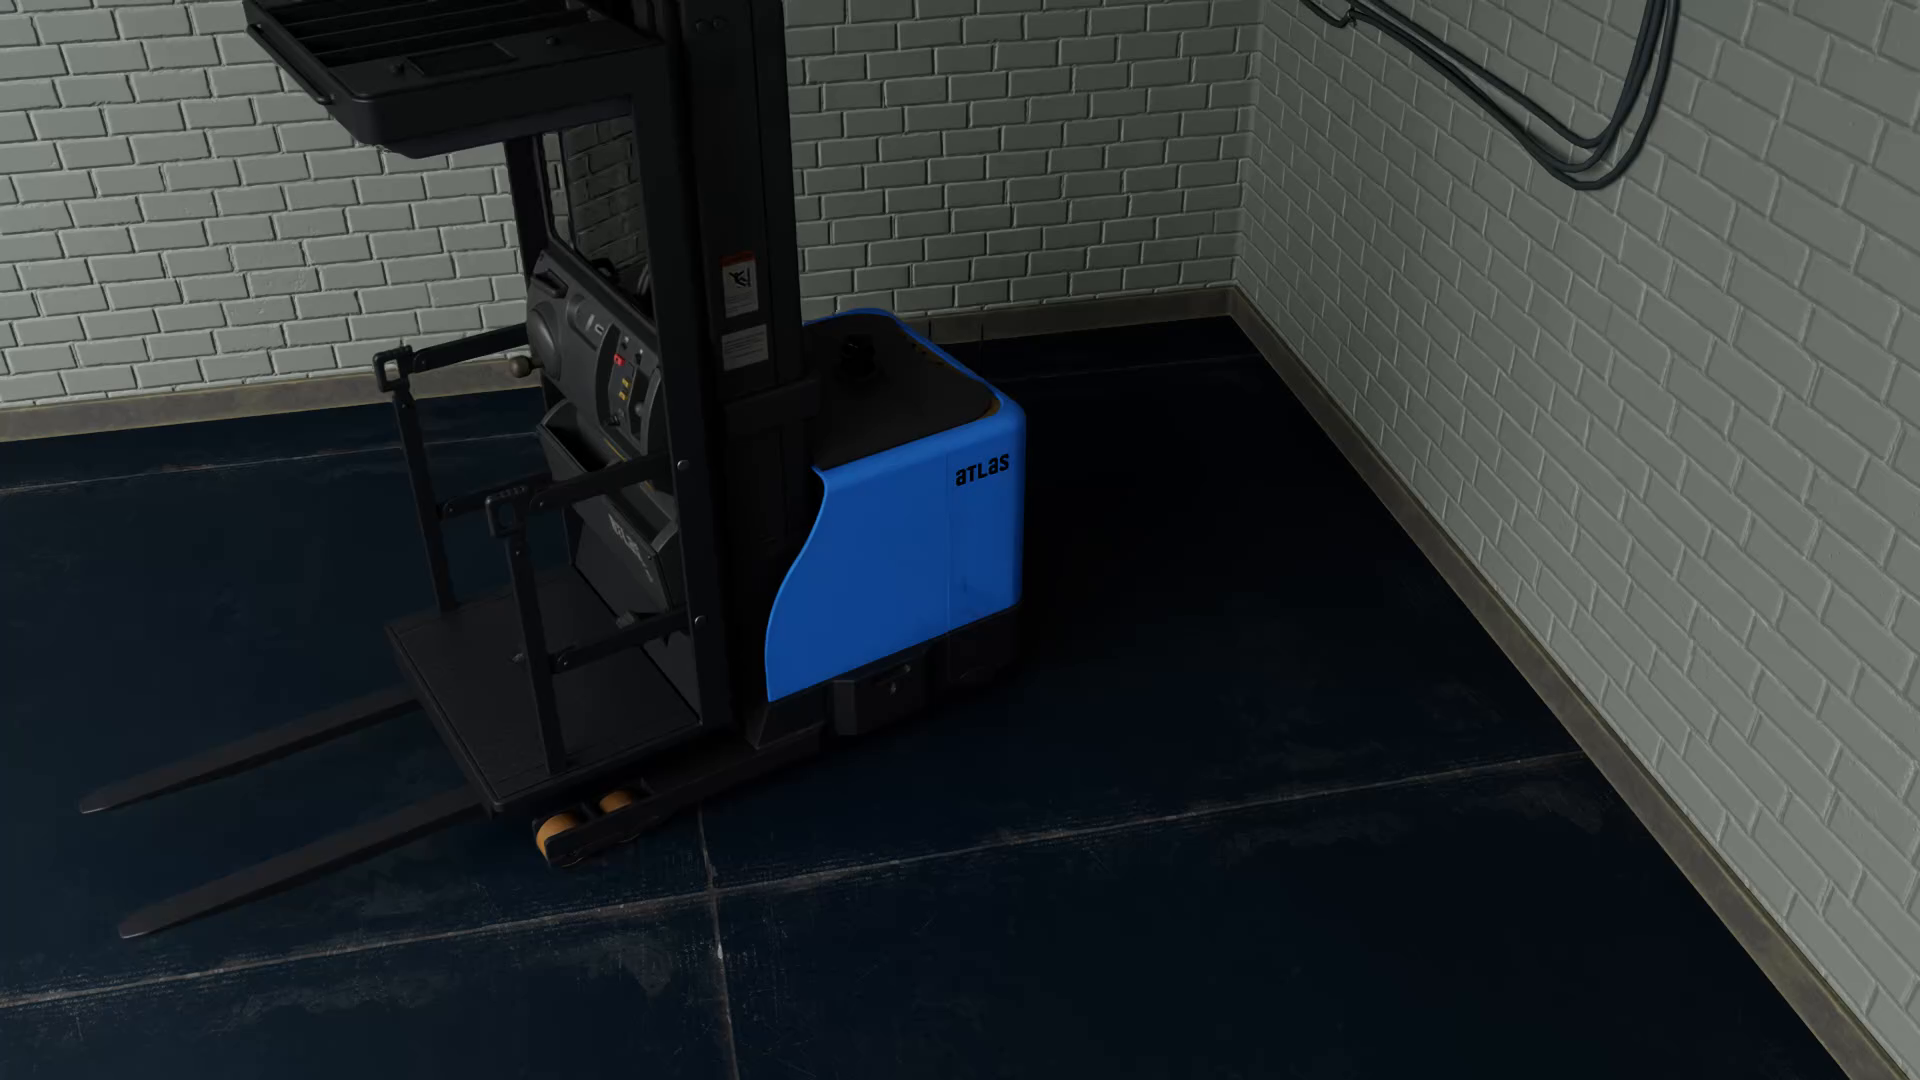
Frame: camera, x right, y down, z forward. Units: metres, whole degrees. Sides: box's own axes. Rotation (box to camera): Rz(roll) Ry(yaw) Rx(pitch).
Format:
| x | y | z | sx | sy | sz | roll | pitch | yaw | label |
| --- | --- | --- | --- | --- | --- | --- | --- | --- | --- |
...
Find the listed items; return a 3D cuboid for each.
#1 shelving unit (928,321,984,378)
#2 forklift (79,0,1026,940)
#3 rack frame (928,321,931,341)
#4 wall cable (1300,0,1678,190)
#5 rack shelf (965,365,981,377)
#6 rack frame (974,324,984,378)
| x | y | z | sx | sy | sz | roll | pitch | yaw | label |
| --- | --- | --- | --- | --- | --- | --- | --- | --- | --- |
| -0.029 | -0.394 | 6.530 | 0.210 | 0.900 | 0.258 | 4 | 34 | 6 | shelving unit |
| -1.278 | -0.529 | 4.908 | 3.031 | 2.935 | 1.130 | -20 | 39 | -27 | forklift |
| -0.130 | -0.402 | 6.541 | 0.006 | 0.900 | 0.240 | 4 | 34 | 6 | rack frame |
| 1.666 | -2.807 | 5.643 | 0.112 | 2.526 | 3.097 | -7 | 35 | -11 | wall cable |
| -0.029 | -0.591 | 6.398 | 0.200 | 0.077 | 0.258 | 4 | 34 | 6 | rack shelf |
| 0.071 | -0.387 | 6.519 | 0.006 | 0.900 | 0.240 | 4 | 34 | 6 | rack frame |
